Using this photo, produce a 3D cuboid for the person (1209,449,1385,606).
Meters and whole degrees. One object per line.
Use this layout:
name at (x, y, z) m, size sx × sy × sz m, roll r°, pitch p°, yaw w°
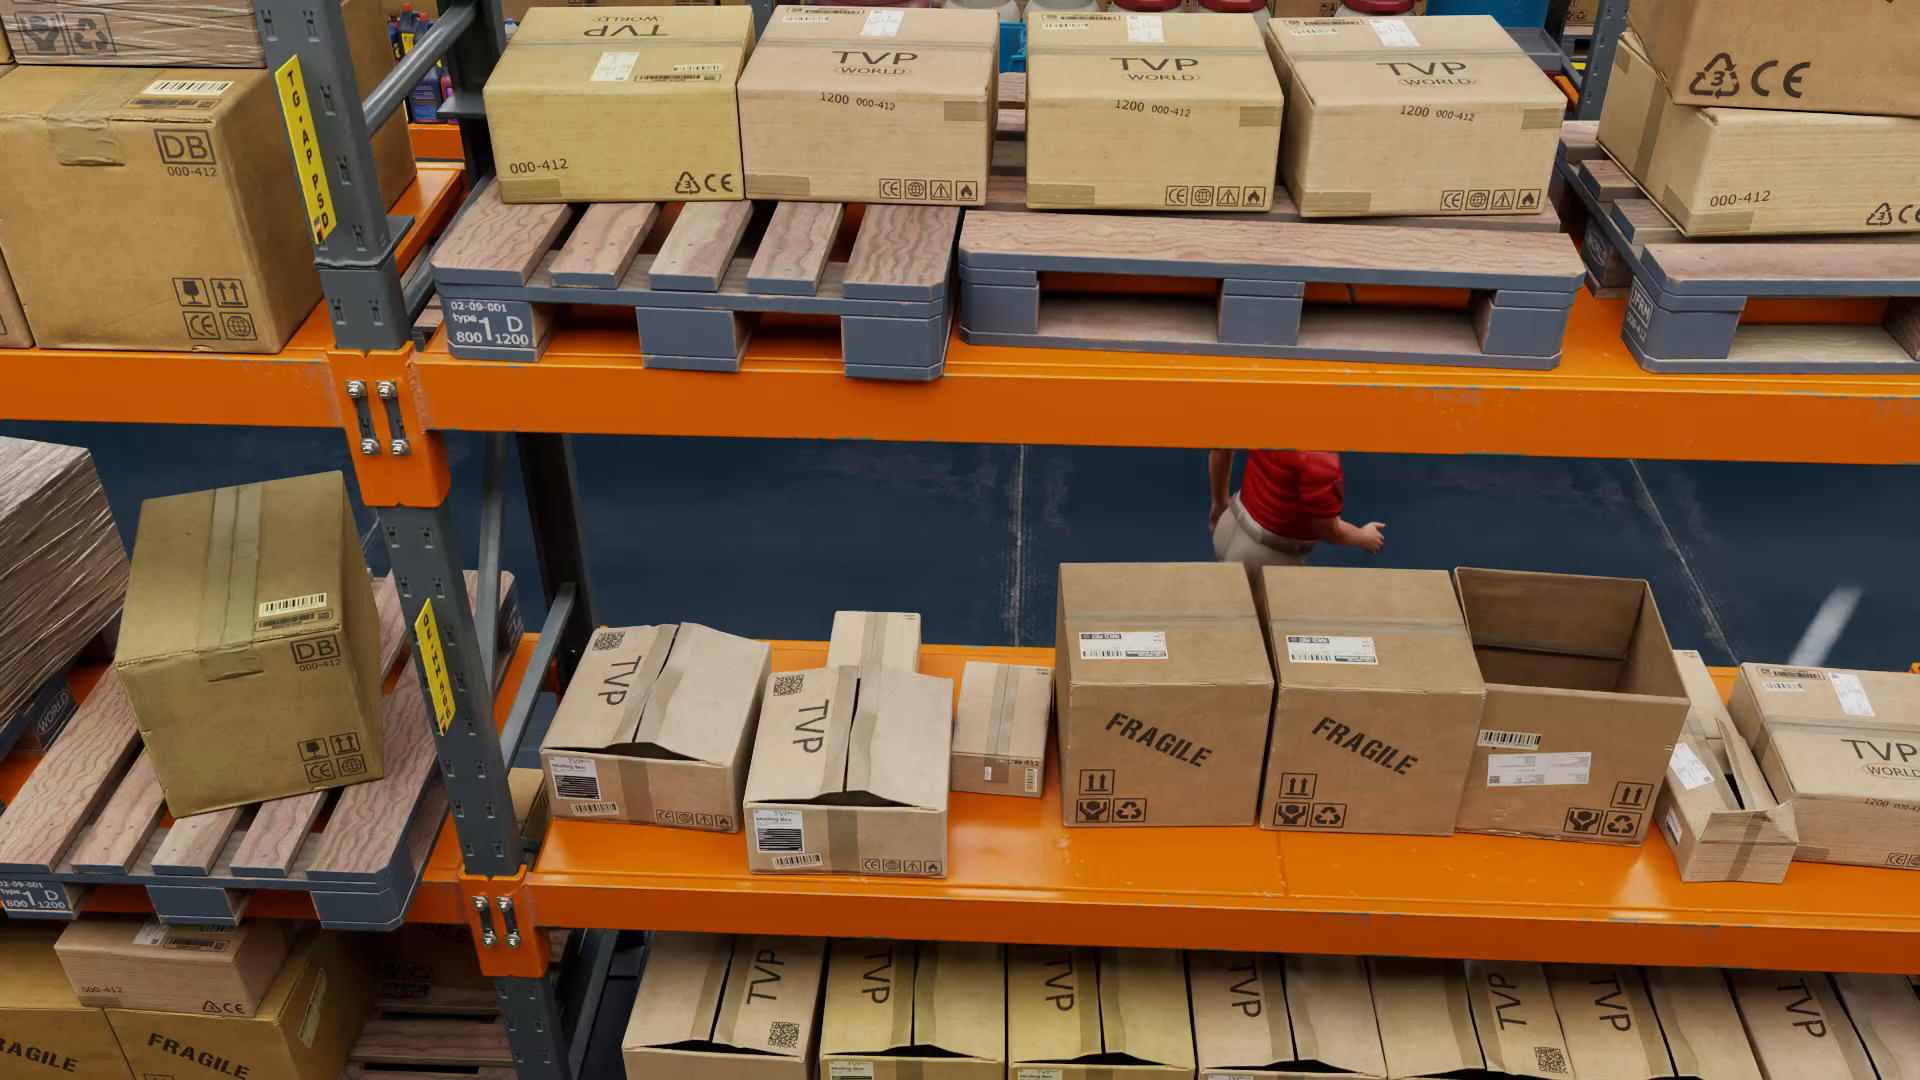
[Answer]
person at (1.130, 0.021, 6.158) m, size 0.815 × 1.671 × 0.696 m, roll -7°, pitch 36°, yaw -10°
